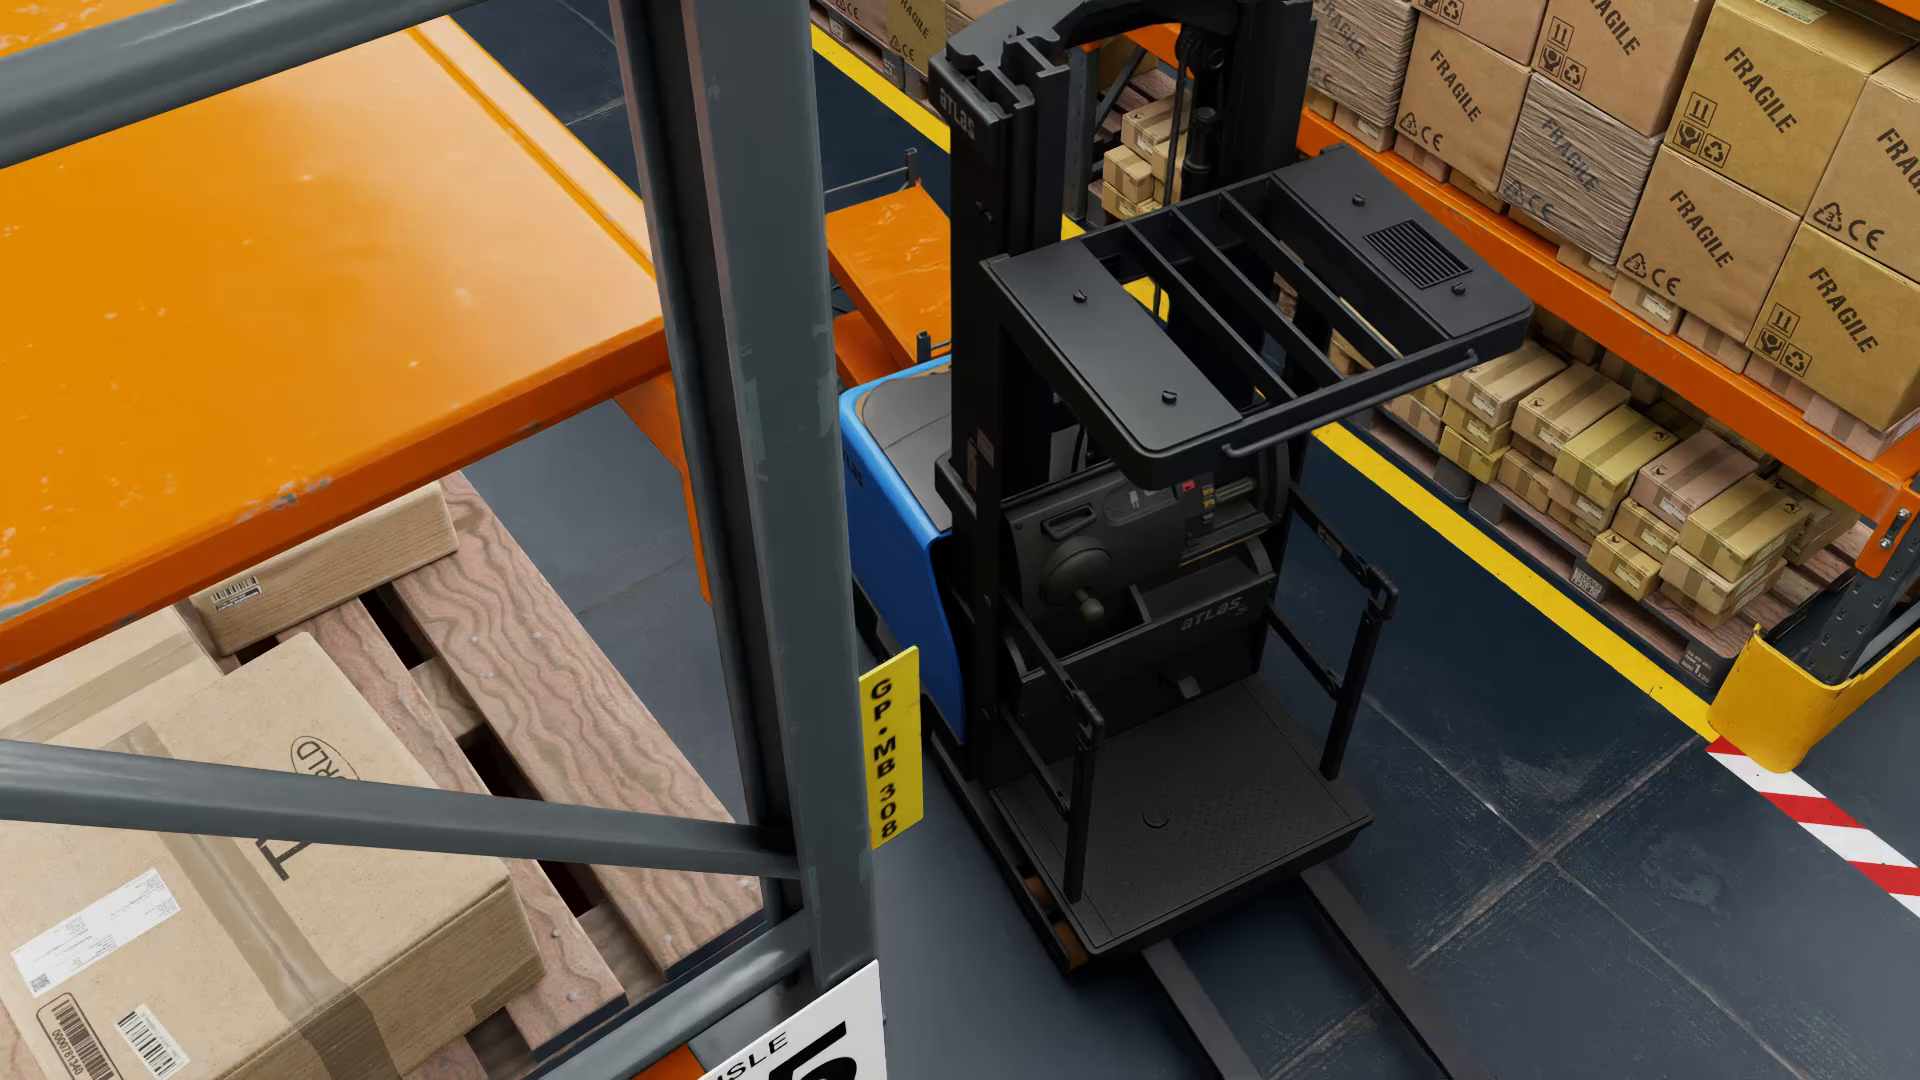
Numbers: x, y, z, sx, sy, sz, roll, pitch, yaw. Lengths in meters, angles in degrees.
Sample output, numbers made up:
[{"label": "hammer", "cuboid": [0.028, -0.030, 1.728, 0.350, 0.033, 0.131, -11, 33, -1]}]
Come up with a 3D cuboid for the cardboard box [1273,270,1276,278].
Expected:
[{"label": "cardboard box", "cuboid": [1.453, -1.353, 7.391, 0.380, 0.149, 0.250, -32, 55, -26]}]

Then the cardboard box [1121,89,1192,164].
[{"label": "cardboard box", "cuboid": [0.970, -1.911, 7.696, 0.380, 0.149, 0.250, -27, 53, -23]}]

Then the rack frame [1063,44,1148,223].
[{"label": "rack frame", "cuboid": [0.927, -2.824, 7.284, 1.000, 3.000, 0.127, -29, 54, -24]}]

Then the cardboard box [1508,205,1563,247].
[{"label": "cardboard box", "cuboid": [2.216, -1.245, 6.023, 0.380, 0.149, 0.250, -32, 55, -25]}]

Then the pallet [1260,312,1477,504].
[{"label": "pallet", "cuboid": [2.104, -0.787, 7.320, 1.003, 0.211, 1.213, -29, 54, -24]}]

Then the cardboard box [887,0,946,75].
[{"label": "cardboard box", "cuboid": [-0.032, -2.751, 8.622, 0.500, 0.500, 0.500, -31, 55, -25]}]

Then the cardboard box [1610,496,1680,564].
[{"label": "cardboard box", "cuboid": [2.686, -0.110, 6.264, 0.380, 0.149, 0.250, -31, 55, -25]}]

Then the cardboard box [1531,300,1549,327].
[{"label": "cardboard box", "cuboid": [2.489, -1.077, 6.940, 0.380, 0.149, 0.250, -29, 54, -23]}]

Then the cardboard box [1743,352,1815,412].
[{"label": "cardboard box", "cuboid": [2.805, -0.610, 5.446, 0.380, 0.149, 0.250, -29, 54, -24]}]

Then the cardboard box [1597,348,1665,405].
[{"label": "cardboard box", "cuboid": [2.772, -0.733, 6.628, 0.380, 0.149, 0.250, -32, 55, -26]}]

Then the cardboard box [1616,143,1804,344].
[{"label": "cardboard box", "cuboid": [2.564, -1.054, 5.412, 0.500, 0.500, 0.500, -30, 55, -25]}]

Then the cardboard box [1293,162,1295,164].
[{"label": "cardboard box", "cuboid": [1.282, -1.595, 7.409, 0.380, 0.149, 0.250, -30, 54, -24]}]

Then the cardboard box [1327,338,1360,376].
[{"label": "cardboard box", "cuboid": [1.709, -0.901, 7.182, 0.380, 0.149, 0.250, -31, 55, -25]}]

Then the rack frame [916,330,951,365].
[{"label": "rack frame", "cuboid": [0.073, -0.430, 6.380, 0.500, 1.125, 0.032, -21, 51, -18]}]

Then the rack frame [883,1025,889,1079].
[{"label": "rack frame", "cuboid": [-0.530, 1.815, 3.079, 1.000, 3.000, 0.127, -29, 54, -24]}]

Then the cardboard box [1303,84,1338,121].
[{"label": "cardboard box", "cuboid": [1.517, -1.832, 6.554, 0.380, 0.149, 0.250, -28, 54, -23]}]

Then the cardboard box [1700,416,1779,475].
[{"label": "cardboard box", "cuboid": [3.039, -0.418, 6.343, 0.380, 0.149, 0.250, -28, 54, -23]}]

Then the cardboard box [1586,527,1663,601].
[{"label": "cardboard box", "cuboid": [2.627, 0.028, 6.339, 0.380, 0.149, 0.250, -28, 54, -23]}]

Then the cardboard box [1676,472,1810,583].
[{"label": "cardboard box", "cuboid": [2.826, -0.047, 6.006, 0.380, 0.149, 0.250, -29, 54, -24]}]

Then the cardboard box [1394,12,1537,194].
[{"label": "cardboard box", "cuboid": [1.956, -1.647, 5.949, 0.500, 0.500, 0.500, -27, 53, -22]}]

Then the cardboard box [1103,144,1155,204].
[{"label": "cardboard box", "cuboid": [0.891, -1.750, 7.750, 0.380, 0.149, 0.250, -27, 53, -22]}]

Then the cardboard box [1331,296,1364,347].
[{"label": "cardboard box", "cuboid": [1.704, -1.003, 7.073, 0.380, 0.149, 0.250, -30, 54, -24]}]

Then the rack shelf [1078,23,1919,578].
[{"label": "rack shelf", "cuboid": [2.138, -1.403, 6.481, 1.077, 0.370, 4.000, -29, 54, -24]}]

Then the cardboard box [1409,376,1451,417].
[{"label": "cardboard box", "cuboid": [2.022, -0.696, 6.796, 0.380, 0.149, 0.250, -27, 53, -22]}]

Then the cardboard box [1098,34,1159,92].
[{"label": "cardboard box", "cuboid": [0.690, -2.680, 8.557, 0.500, 0.500, 0.500, -27, 53, -23]}]

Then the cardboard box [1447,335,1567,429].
[{"label": "cardboard box", "cuboid": [2.149, -0.631, 6.536, 0.380, 0.149, 0.250, -28, 53, -23]}]

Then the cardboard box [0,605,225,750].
[{"label": "cardboard box", "cuboid": [-1.191, 0.281, 2.263, 0.380, 0.149, 0.250, -33, 56, -27]}]

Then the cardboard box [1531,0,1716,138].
[{"label": "cardboard box", "cuboid": [2.245, -1.694, 5.317, 0.500, 0.500, 0.500, -27, 53, -22]}]

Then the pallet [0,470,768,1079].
[{"label": "pallet", "cuboid": [-0.987, 0.405, 2.393, 1.003, 0.211, 1.213, -29, 54, -24]}]

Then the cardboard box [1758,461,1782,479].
[{"label": "cardboard box", "cuboid": [3.115, -0.359, 6.490, 0.380, 0.149, 0.250, -30, 54, -24]}]

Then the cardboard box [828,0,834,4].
[{"label": "cardboard box", "cuboid": [-0.648, -3.357, 9.171, 0.500, 0.500, 0.500, -31, 55, -25]}]

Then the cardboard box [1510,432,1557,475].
[{"label": "cardboard box", "cuboid": [2.405, -0.442, 6.565, 0.380, 0.149, 0.250, -30, 54, -24]}]

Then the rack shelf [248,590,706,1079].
[{"label": "rack shelf", "cuboid": [-1.741, -0.130, 3.303, 1.077, 0.370, 4.000, -29, 54, -24]}]

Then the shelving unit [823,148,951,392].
[{"label": "shelving unit", "cuboid": [-0.162, -0.764, 6.682, 0.538, 1.125, 1.048, -21, 51, -18]}]

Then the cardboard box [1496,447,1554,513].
[{"label": "cardboard box", "cuboid": [2.376, -0.306, 6.642, 0.380, 0.149, 0.250, -29, 54, -24]}]

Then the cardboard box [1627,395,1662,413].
[{"label": "cardboard box", "cuboid": [2.827, -0.664, 6.766, 0.380, 0.149, 0.250, -28, 54, -23]}]

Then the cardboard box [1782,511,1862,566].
[{"label": "cardboard box", "cuboid": [3.286, -0.101, 6.457, 0.380, 0.149, 0.250, -28, 54, -23]}]

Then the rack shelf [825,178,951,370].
[{"label": "rack shelf", "cuboid": [-0.162, -0.961, 6.466, 0.538, 0.278, 1.000, -21, 51, -18]}]

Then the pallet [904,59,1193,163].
[{"label": "pallet", "cuboid": [0.454, -2.345, 8.733, 1.003, 0.211, 1.213, -29, 54, -24]}]

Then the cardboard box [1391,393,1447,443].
[{"label": "cardboard box", "cuboid": [2.022, -0.598, 6.907, 0.380, 0.149, 0.250, -28, 54, -23]}]

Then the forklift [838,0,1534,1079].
[{"label": "forklift", "cuboid": [0.666, 0.036, 4.738, 1.130, 2.935, 3.031, -21, 51, -18]}]

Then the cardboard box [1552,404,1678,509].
[{"label": "cardboard box", "cuboid": [2.462, -0.317, 6.250, 0.380, 0.149, 0.250, -31, 55, -25]}]

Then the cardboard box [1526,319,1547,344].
[{"label": "cardboard box", "cuboid": [2.394, -0.919, 6.998, 0.380, 0.149, 0.250, -27, 53, -22]}]

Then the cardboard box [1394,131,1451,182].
[{"label": "cardboard box", "cuboid": [1.873, -1.533, 6.284, 0.380, 0.149, 0.250, -27, 53, -23]}]

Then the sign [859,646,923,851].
[{"label": "sign", "cuboid": [-0.085, 0.242, 1.837, 0.100, 0.325, 0.005, -29, 54, -24]}]

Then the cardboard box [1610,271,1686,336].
[{"label": "cardboard box", "cuboid": [2.469, -0.891, 5.701, 0.380, 0.149, 0.250, -28, 54, -23]}]

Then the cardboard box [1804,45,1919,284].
[{"label": "cardboard box", "cuboid": [2.873, -1.093, 4.772, 0.500, 0.500, 0.500, -30, 55, -25]}]

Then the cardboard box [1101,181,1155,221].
[{"label": "cardboard box", "cuboid": [0.891, -1.648, 7.859, 0.380, 0.149, 0.250, -32, 55, -25]}]

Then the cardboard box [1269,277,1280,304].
[{"label": "cardboard box", "cuboid": [1.438, -1.241, 7.490, 0.380, 0.149, 0.250, -30, 55, -25]}]
